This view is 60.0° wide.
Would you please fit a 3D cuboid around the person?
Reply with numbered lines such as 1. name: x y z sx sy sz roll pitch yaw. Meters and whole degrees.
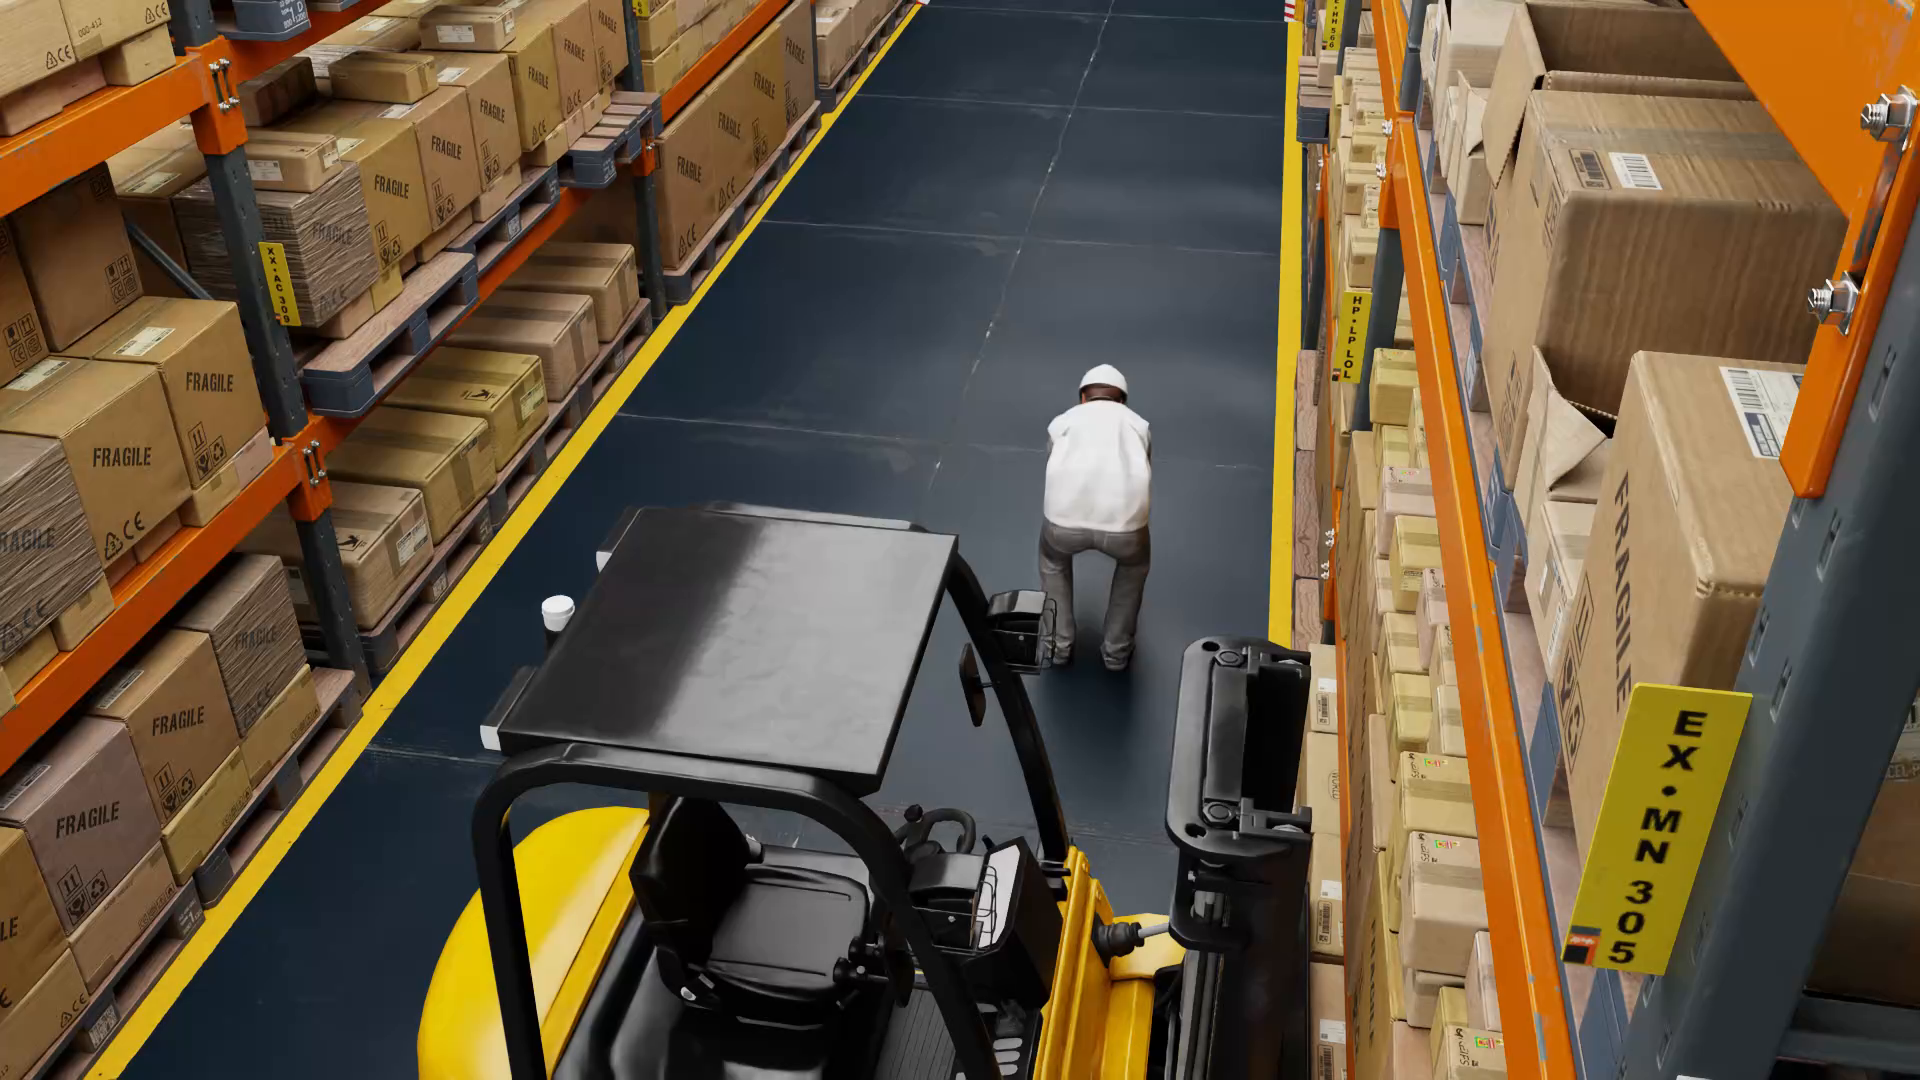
1. person: 0.604 -0.086 7.351 0.495 1.133 0.992 4 32 6
